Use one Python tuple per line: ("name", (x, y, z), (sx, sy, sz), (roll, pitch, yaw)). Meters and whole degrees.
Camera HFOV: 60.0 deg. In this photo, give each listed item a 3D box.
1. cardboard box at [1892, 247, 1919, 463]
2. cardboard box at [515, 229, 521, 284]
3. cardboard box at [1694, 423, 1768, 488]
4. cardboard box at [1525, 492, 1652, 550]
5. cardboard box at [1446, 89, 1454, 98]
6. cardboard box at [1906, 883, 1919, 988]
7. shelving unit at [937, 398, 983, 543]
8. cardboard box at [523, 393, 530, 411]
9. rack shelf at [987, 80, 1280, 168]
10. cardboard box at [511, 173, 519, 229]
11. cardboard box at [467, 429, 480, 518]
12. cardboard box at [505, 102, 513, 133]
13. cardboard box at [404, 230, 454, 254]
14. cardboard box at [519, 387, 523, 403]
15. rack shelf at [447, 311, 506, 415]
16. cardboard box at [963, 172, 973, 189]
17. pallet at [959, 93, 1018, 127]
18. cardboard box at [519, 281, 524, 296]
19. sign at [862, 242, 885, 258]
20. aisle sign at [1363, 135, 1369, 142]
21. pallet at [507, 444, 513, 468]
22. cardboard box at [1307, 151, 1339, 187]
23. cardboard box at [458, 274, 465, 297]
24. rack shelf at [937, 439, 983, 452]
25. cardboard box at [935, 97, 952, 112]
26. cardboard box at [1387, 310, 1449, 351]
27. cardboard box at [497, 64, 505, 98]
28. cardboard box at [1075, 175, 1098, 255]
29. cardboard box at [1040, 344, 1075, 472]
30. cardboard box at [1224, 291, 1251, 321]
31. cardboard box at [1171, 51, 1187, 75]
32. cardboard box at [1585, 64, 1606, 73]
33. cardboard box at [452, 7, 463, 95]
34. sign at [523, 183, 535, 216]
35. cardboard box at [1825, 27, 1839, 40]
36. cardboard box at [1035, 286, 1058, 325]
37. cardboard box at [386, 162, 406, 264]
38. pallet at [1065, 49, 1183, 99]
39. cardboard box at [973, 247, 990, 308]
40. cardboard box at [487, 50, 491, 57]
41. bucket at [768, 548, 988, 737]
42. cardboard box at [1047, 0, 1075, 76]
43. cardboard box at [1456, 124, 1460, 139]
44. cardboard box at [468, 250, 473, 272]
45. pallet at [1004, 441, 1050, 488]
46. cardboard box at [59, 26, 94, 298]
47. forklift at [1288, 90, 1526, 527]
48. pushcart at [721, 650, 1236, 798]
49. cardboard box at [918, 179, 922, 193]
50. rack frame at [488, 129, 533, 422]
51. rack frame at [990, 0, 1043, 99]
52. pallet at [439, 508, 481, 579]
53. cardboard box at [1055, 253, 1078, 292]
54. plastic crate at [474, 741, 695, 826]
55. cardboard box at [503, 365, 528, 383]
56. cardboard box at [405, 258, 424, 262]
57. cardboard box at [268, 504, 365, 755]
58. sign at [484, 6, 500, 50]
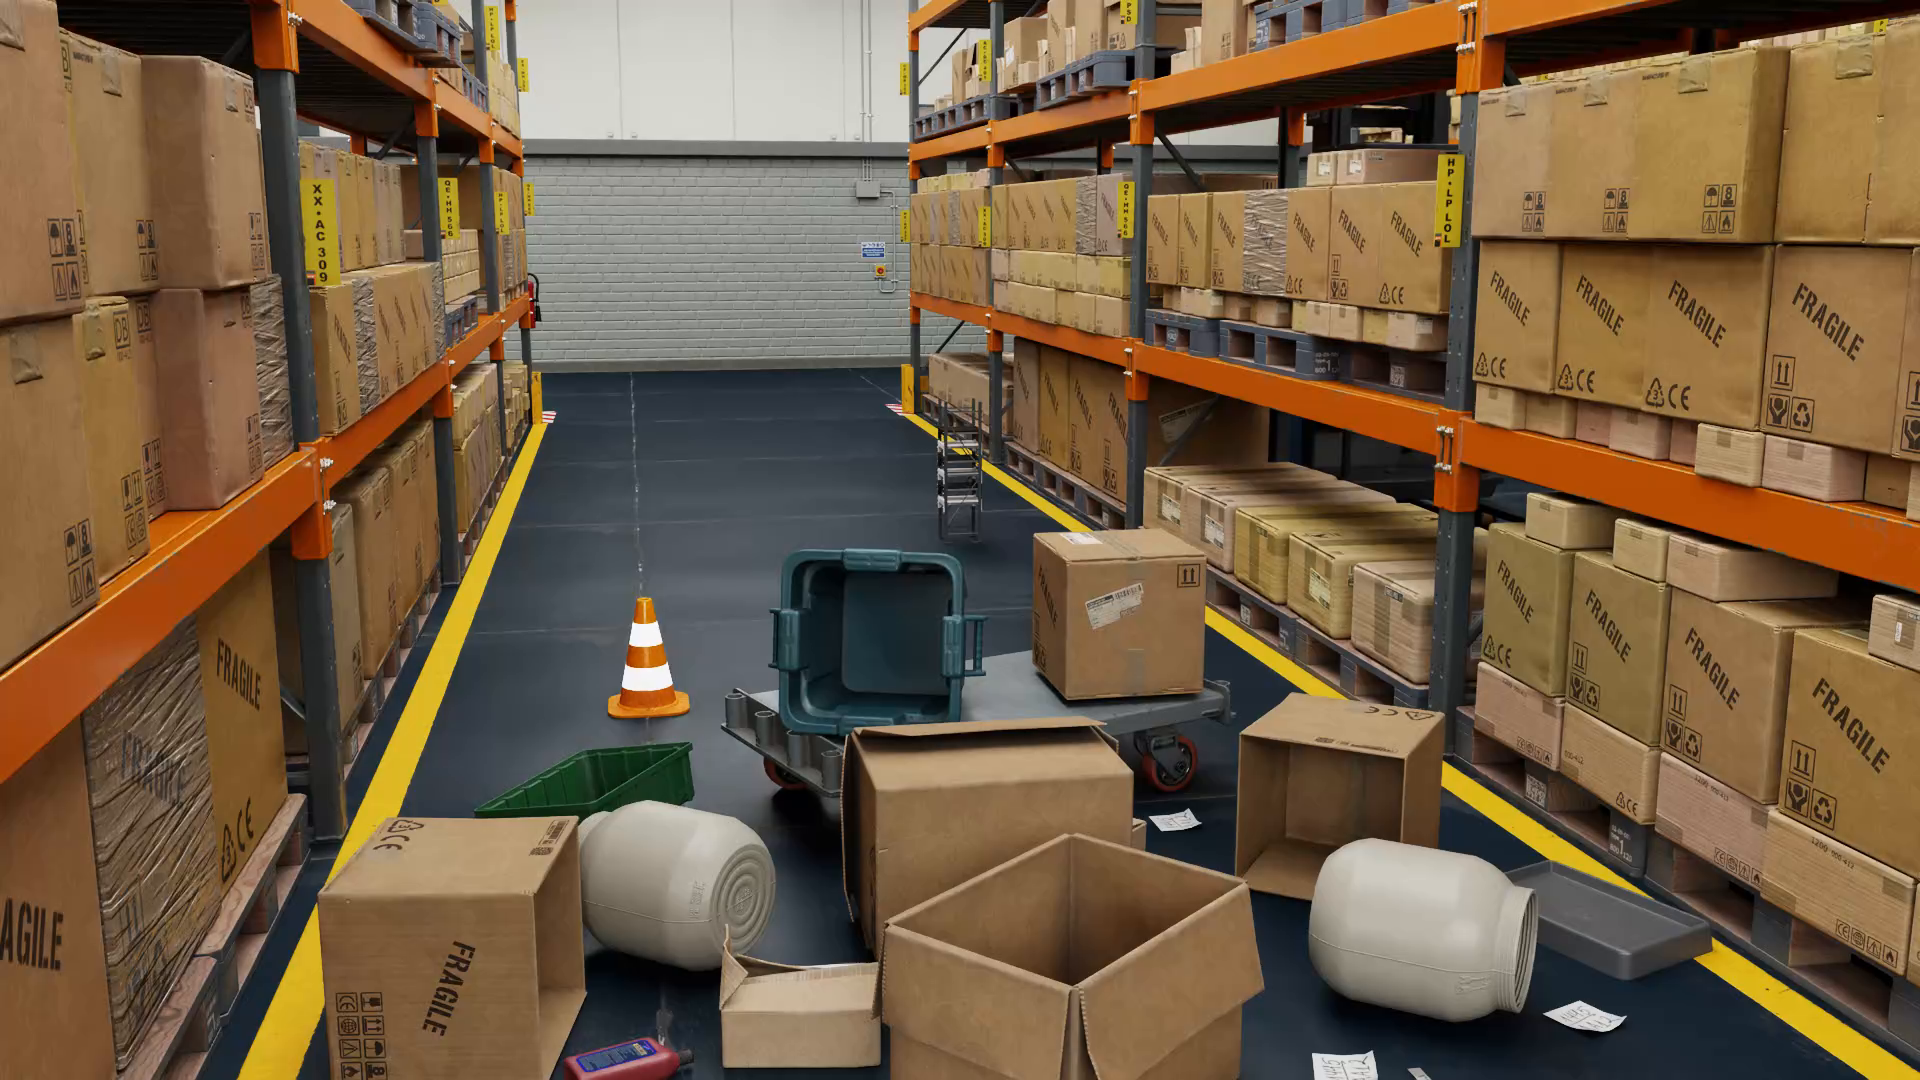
("cardboard box", (2.518, -0.405, 3.741), (0.500, 0.500, 0.500), (-2, 11, -11))
("cardboard box", (-4.324, -2.607, 15.311), (0.500, 0.500, 0.500), (-2, 11, -11))
("cardboard box", (2.289, -0.242, 4.620), (0.380, 0.149, 0.250), (-2, 11, -11))
("cardboard box", (2.118, -0.070, 5.531), (0.380, 0.149, 0.250), (-2, 11, -10))
("cardboard box", (4.978, -4.475, 16.430), (0.500, 0.250, 0.500), (-2, 11, -9))
("cardboard box", (2.567, 0.974, 3.787), (0.500, 0.250, 0.500), (-2, 11, -11))
("shelving unit", (-0.002, -0.444, 10.620), (0.258, 0.900, 0.210), (-2, 11, -11))
("cardboard box", (-4.411, -1.346, 16.247), (0.380, 0.149, 0.250), (-2, 11, -9))
("rack shelf", (1.136, -2.891, 11.764), (1.077, 0.370, 4.000), (-2, 11, -11))
("cardboard box", (-4.326, -3.096, 15.204), (0.500, 0.500, 0.500), (-2, 11, -8))
("cardboard box", (-3.300, -0.415, 10.415), (0.500, 0.500, 0.500), (-2, 11, -10))
("cardboard box", (-4.207, -3.717, 14.582), (0.500, 0.250, 0.500), (-2, 11, -8))
("cardboard box", (-3.468, -1.913, 10.684), (0.380, 0.149, 0.250), (-2, 11, -9))
("cardboard box", (-4.268, -1.348, 15.464), (0.380, 0.149, 0.250), (-2, 11, -10))
("rack shelf", (-3.700, -1.219, 11.001), (1.077, 0.370, 4.000), (-2, 11, -11))
("cardboard box", (0.240, -3.230, 14.969), (0.380, 0.149, 0.250), (-2, 11, -11))
("pallet", (0.598, -3.718, 14.423), (1.003, 0.211, 1.213), (-2, 11, -11))
("cardboard box", (-4.526, -2.500, 16.479), (0.380, 0.149, 0.250), (-2, 11, -11))
("sign", (-1.210, -4.047, 23.212), (0.327, 0.218, 0.001), (-2, 11, -11))
("aisle sign", (4.536, -4.331, 18.477), (0.394, 0.787, 0.004), (-2, 11, -11))
("pallet", (-4.254, -0.691, 13.762), (1.003, 0.211, 1.213), (-2, 11, -11))
("cardboard box", (1.768, -1.642, 7.382), (0.380, 0.149, 0.250), (-3, 11, -13))
("cardboard box", (-3.561, -1.717, 11.246), (0.380, 0.149, 0.250), (-2, 11, -9))
("rack shelf", (-0.002, -0.588, 10.593), (0.258, 0.077, 0.200), (-2, 11, -11))
("cardboard box", (-0.045, -4.269, 16.361), (0.380, 0.149, 0.250), (-2, 11, -9))
("cardboard box", (1.932, -0.837, 6.623), (0.380, 0.149, 0.250), (-2, 11, -10))
("cardboard box", (-4.124, -3.866, 14.026), (0.500, 0.250, 0.500), (-2, 11, -10))
("cardboard box", (1.060, -2.123, 10.888), (0.500, 0.500, 0.500), (-2, 11, -10))
("cardboard box", (1.129, -1.024, 12.613), (0.875, 0.875, 0.875), (-2, 11, -9))
("cardboard box", (1.592, -1.223, 8.648), (0.380, 0.149, 0.250), (-1, 11, -8))
("cardboard box", (1.419, -2.690, 9.457), (0.380, 0.149, 0.250), (-2, 11, -11))
("cardboard box", (5.372, -3.905, 13.655), (0.380, 0.149, 0.250), (-2, 11, -12))
("cardboard box", (-3.368, -3.025, 10.279), (0.500, 0.500, 0.500), (-2, 11, -11))
("sign", (-4.319, -3.413, 16.665), (0.100, 0.325, 0.005), (-2, 11, -11))
("cardboard box", (6.088, -3.431, 11.219), (0.380, 0.149, 0.250), (-3, 11, -13))
("cardboard box", (0.848, -1.692, 11.965), (0.500, 0.250, 0.500), (-2, 11, -12))
("cardboard box", (-3.234, -1.663, 8.470), (0.700, 0.500, 0.500), (-2, 11, -11))
("pallet", (1.348, -2.901, 10.397), (1.213, 0.211, 1.003), (-2, 11, -8))
("cardboard box", (0.406, -2.262, 14.293), (0.500, 0.500, 0.500), (-2, 11, -10))
("cardboard box", (-4.039, -3.987, 13.596), (0.380, 0.149, 0.250), (-2, 11, -13))
("bucket", (-0.245, 0.331, 5.626), (0.726, 0.611, 0.620), (2, 1, 9))
("cardboard box", (0.898, -3.446, 11.364), (0.500, 0.500, 0.500), (-2, 11, -10))
("cardboard box", (5.045, -3.960, 16.129), (0.380, 0.149, 0.250), (-2, 11, -10))
("cardboard box", (-3.720, -2.008, 11.979), (0.380, 0.149, 0.250), (-2, 11, -9))
("pallet", (0.971, -0.629, 13.436), (1.003, 0.211, 1.213), (-2, 11, -11))
("cardboard box", (-2.193, -0.709, 3.112), (0.875, 0.550, 0.500), (-2, 11, -11))
("forklift", (2.971, -1.566, 11.088), (1.130, 2.935, 3.031), (-2, 11, -10))
("pushcart", (0.076, 0.710, 5.957), (1.648, 0.377, 0.936), (-6, 13, -31))
("cardboard box", (-0.234, -3.655, 17.200), (0.380, 0.149, 0.250), (-2, 11, -10))
("rack frame", (-4.867, -2.673, 16.716), (1.000, 3.000, 0.127), (-2, 11, -11))
("rack frame", (0.747, -5.085, 13.343), (1.000, 3.000, 0.127), (-2, 11, -11))
("pallet", (-3.462, 0.021, 10.021), (1.003, 0.211, 1.213), (-2, 11, -11))
("cardboard box", (0.958, -1.842, 11.418), (0.500, 0.250, 0.500), (-2, 11, -12))
("plastic crate", (-1.214, 0.866, 5.493), (0.450, 0.188, 0.662), (-7, 8, 20))
("cardboard box", (-4.348, -1.592, 15.947), (0.380, 0.149, 0.250), (-2, 11, -12))
("cardboard box", (-3.208, -1.530, 9.467), (0.380, 0.149, 0.250), (-2, 11, -8))
("cardboard box", (-2.742, 0.317, 5.904), (1.050, 0.750, 0.750), (-2, 11, -11))
("sign", (-3.545, -3.881, 12.605), (0.100, 0.325, 0.005), (-2, 11, -11))
